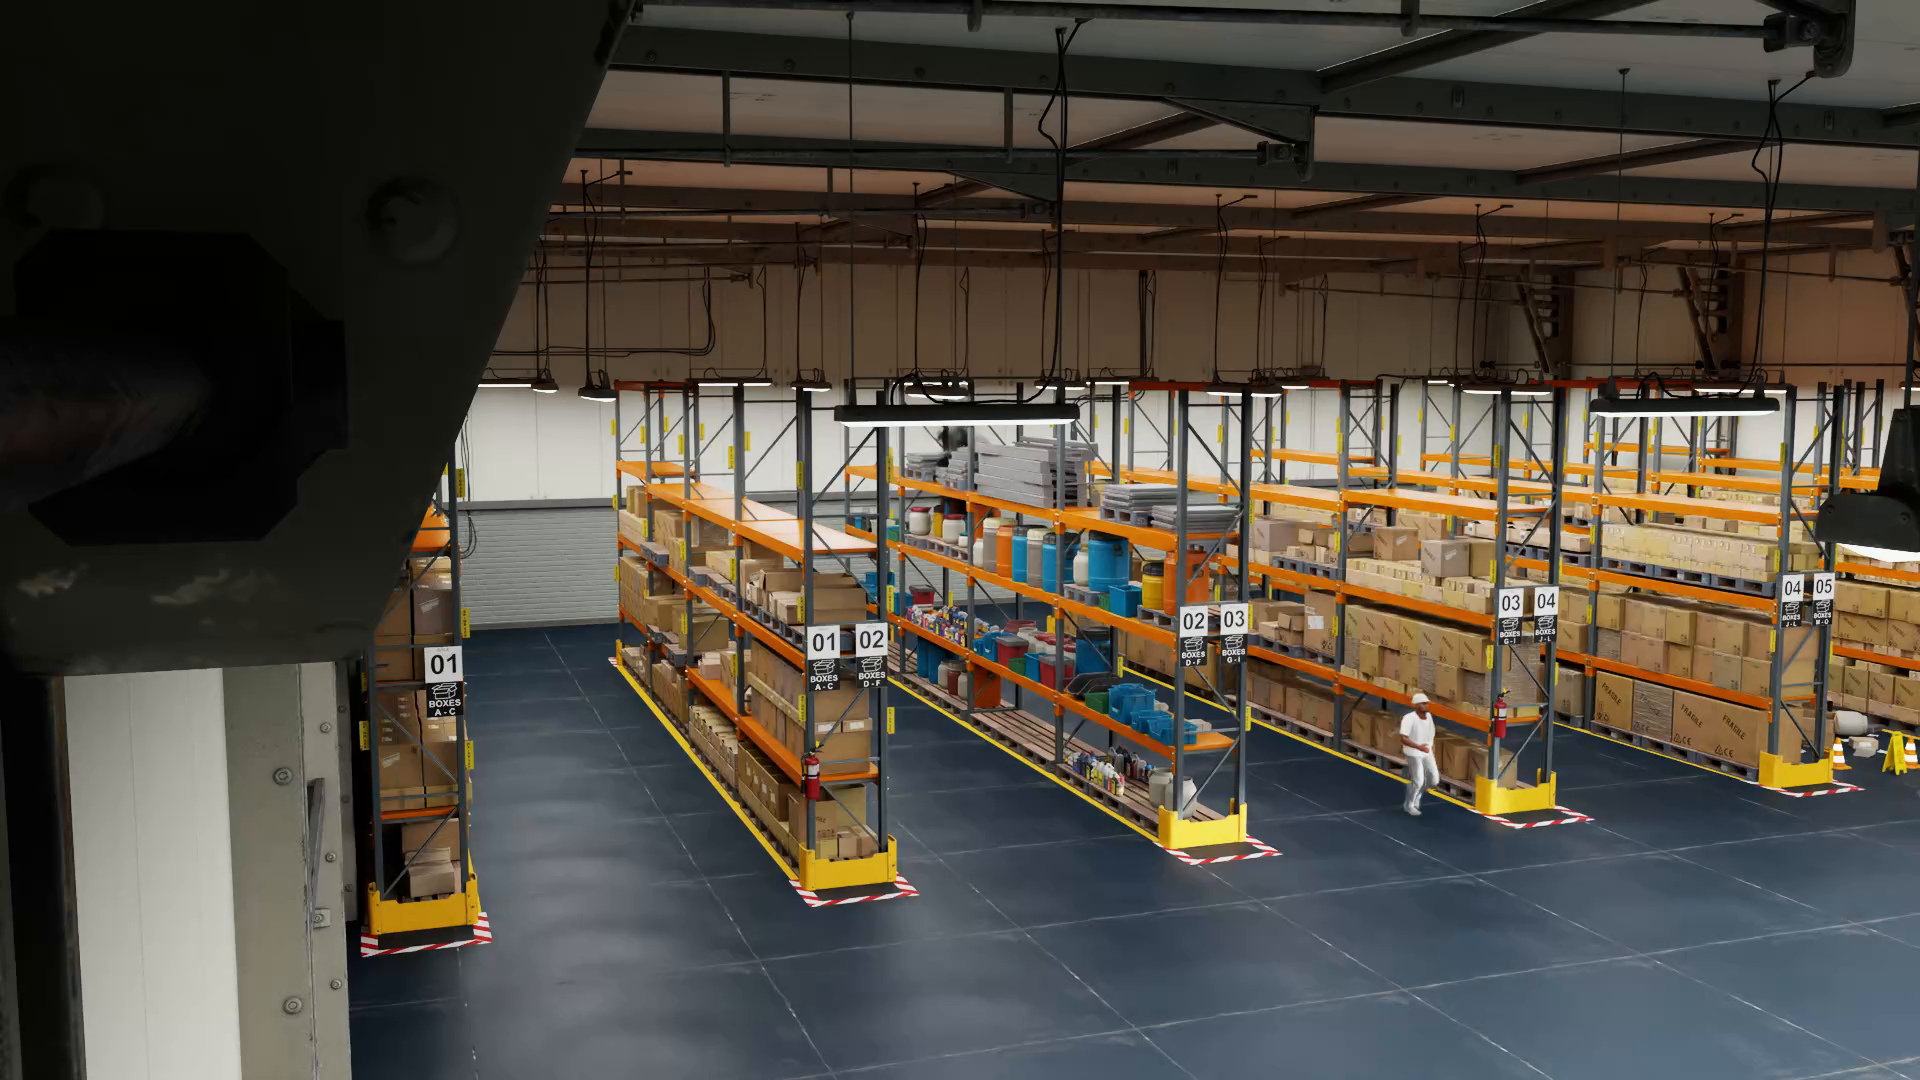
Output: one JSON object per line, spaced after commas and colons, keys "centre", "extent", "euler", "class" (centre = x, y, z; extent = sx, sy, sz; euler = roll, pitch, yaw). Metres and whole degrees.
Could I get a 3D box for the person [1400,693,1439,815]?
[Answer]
{"centre": [6.484, 3.004, 23.316], "extent": [0.728, 1.730, 0.584], "euler": [-4, 7, -33], "class": "person"}
